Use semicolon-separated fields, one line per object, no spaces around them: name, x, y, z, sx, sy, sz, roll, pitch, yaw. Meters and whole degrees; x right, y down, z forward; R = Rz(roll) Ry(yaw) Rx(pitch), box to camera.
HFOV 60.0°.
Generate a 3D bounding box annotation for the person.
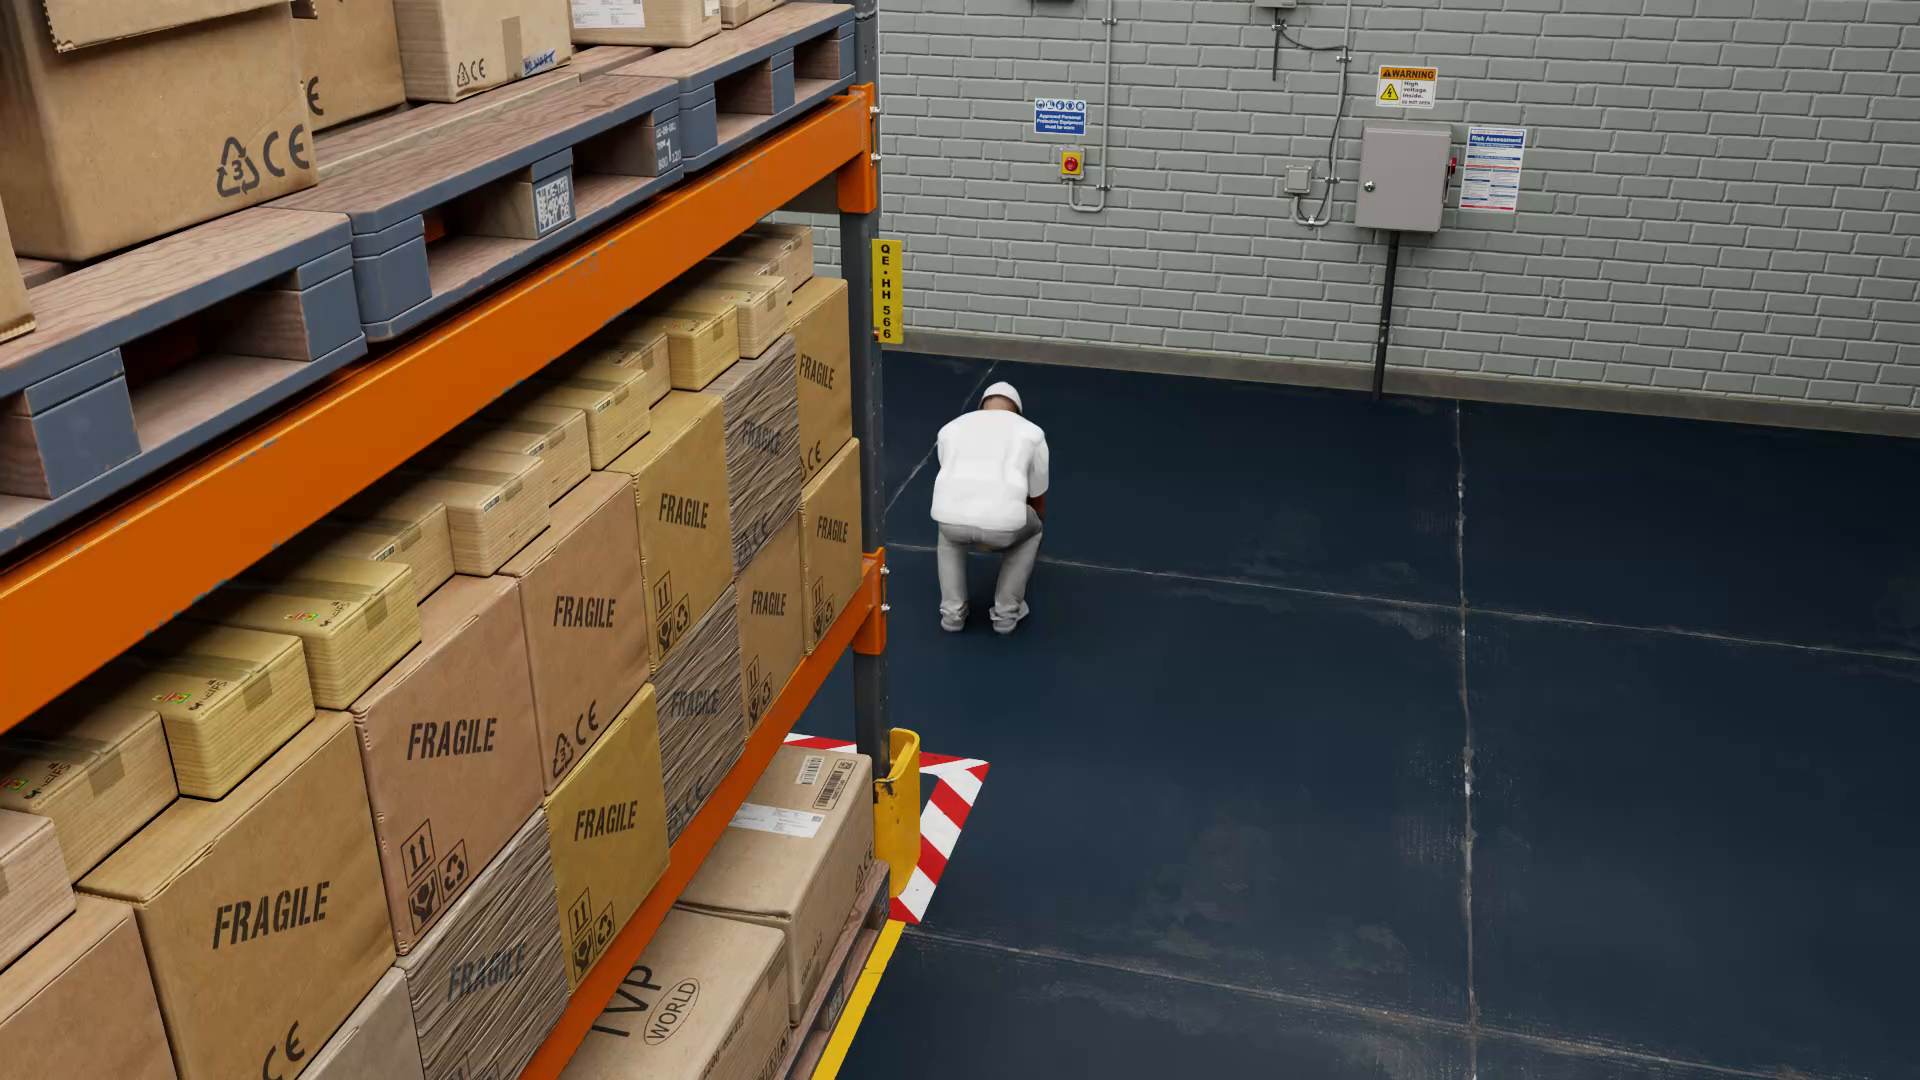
person;0.128;-0.133;7.756;0.525;1.010;0.946;5;26;11
